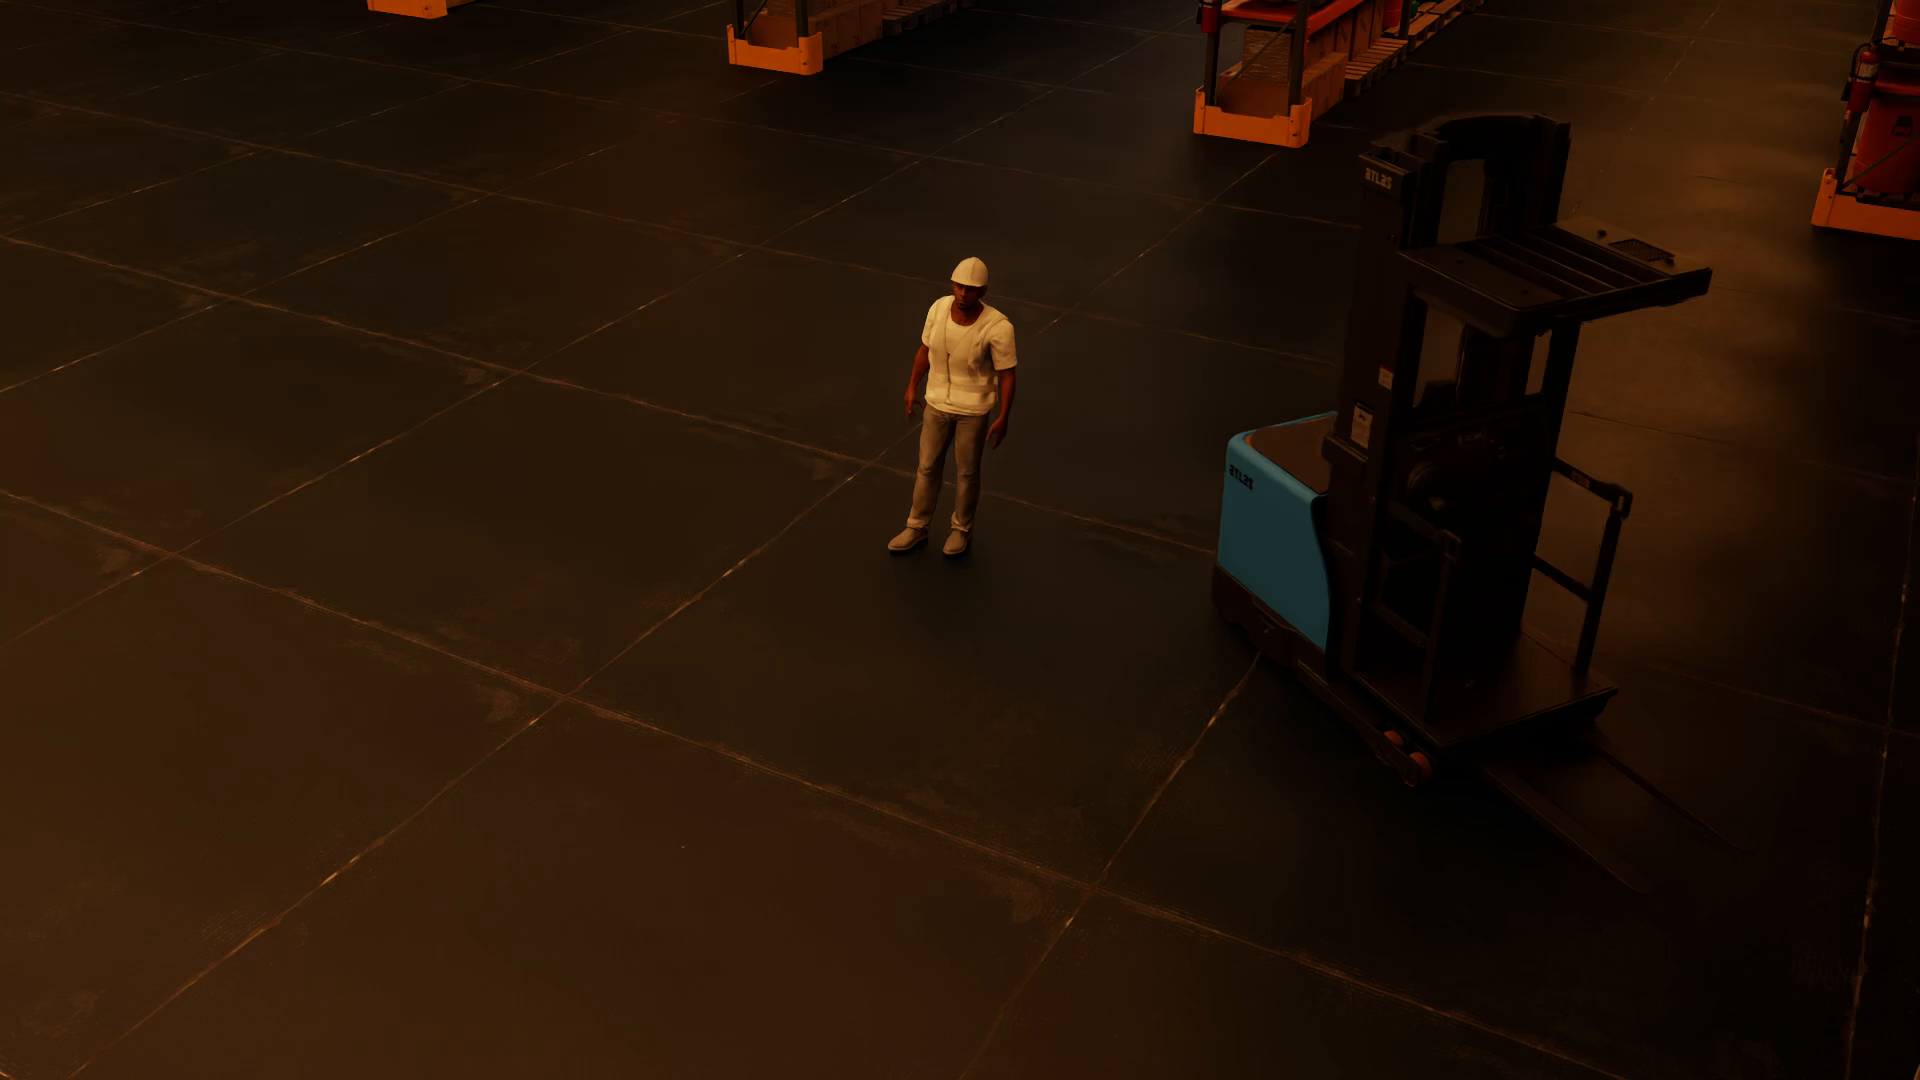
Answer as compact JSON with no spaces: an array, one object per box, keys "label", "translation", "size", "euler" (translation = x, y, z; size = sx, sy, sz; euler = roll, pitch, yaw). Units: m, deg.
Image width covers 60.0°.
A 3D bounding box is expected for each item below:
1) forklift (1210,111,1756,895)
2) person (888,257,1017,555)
[{"label":"forklift","translation":[2.502,-0.341,7.661],"size":[1.130,2.935,3.031],"euler":[-14,33,-22]},{"label":"person","translation":[-0.039,-0.743,9.508],"size":[0.665,1.765,0.577],"euler":[15,33,25]}]
